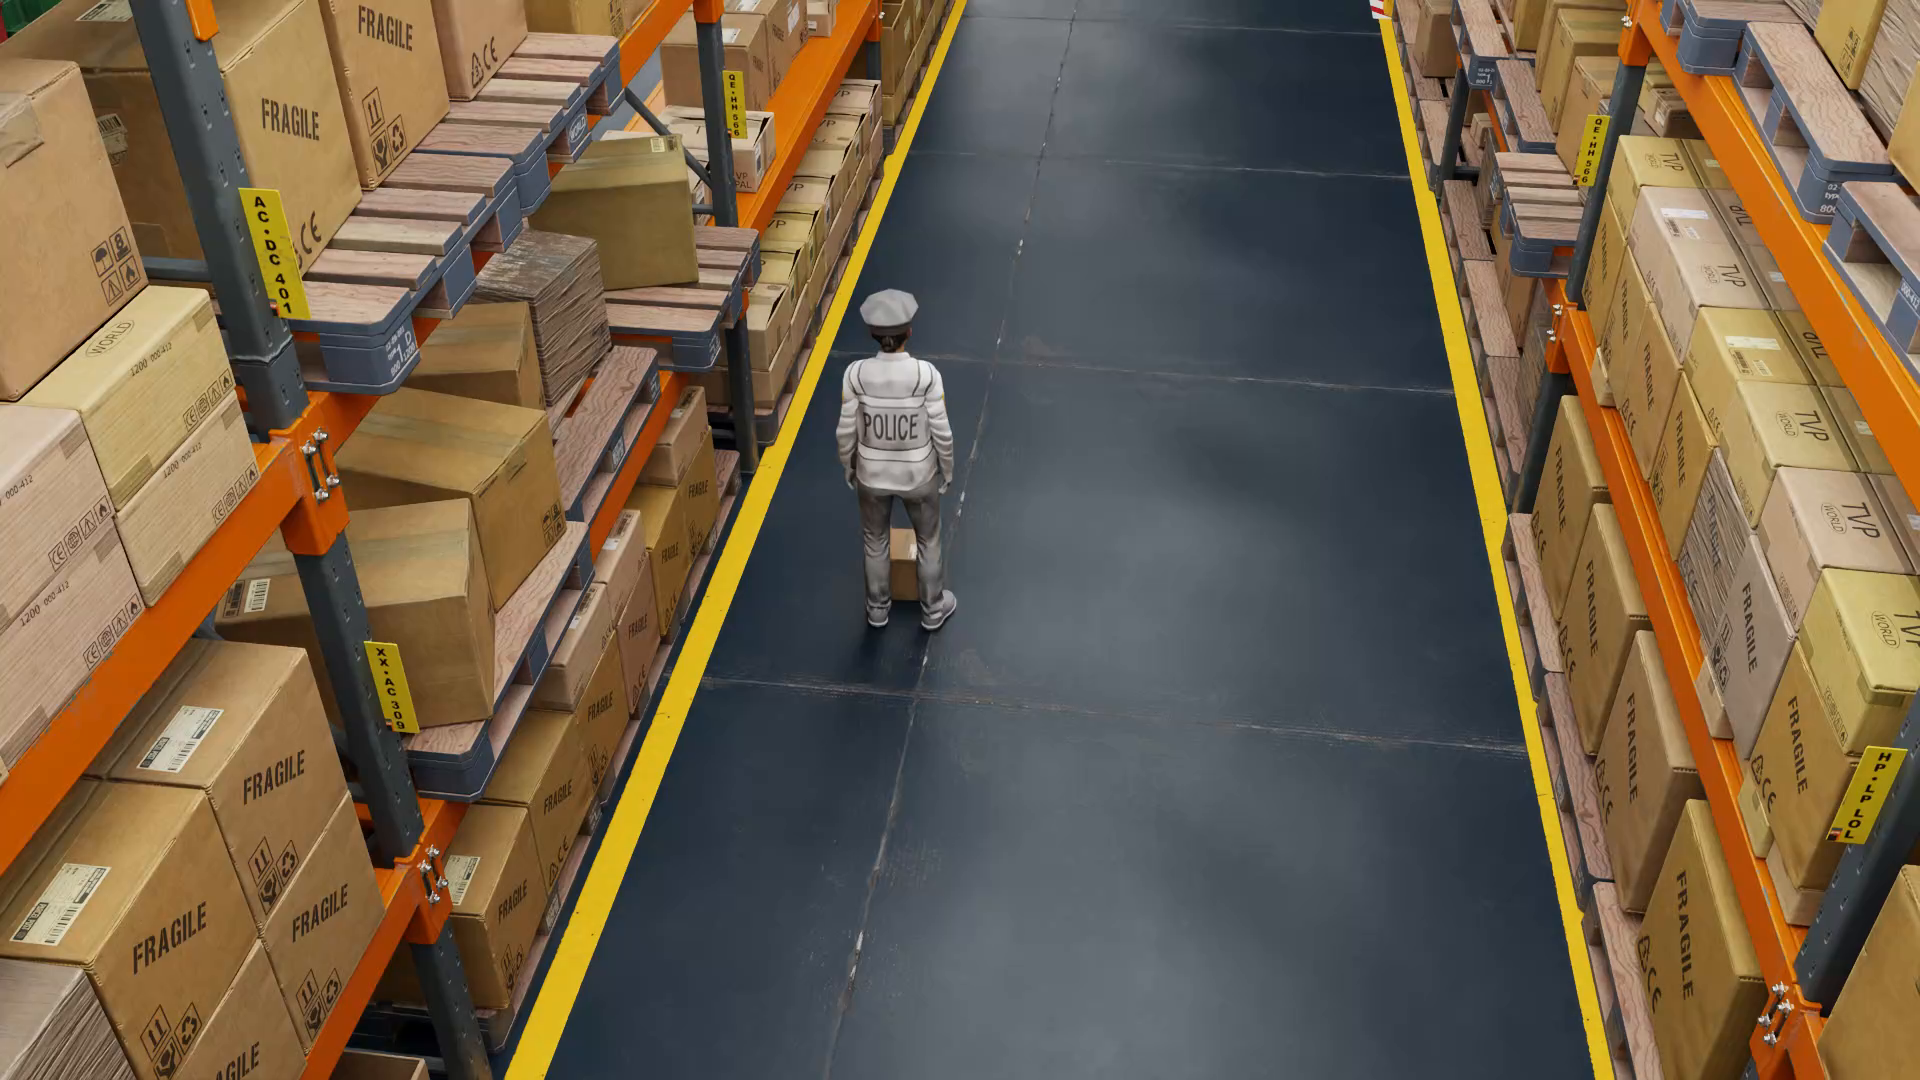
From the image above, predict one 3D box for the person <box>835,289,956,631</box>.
[{"bbox_3d":[-0.283,-0.304,7.448,0.517,1.663,0.367,3,36,4],"label":"person"}]
